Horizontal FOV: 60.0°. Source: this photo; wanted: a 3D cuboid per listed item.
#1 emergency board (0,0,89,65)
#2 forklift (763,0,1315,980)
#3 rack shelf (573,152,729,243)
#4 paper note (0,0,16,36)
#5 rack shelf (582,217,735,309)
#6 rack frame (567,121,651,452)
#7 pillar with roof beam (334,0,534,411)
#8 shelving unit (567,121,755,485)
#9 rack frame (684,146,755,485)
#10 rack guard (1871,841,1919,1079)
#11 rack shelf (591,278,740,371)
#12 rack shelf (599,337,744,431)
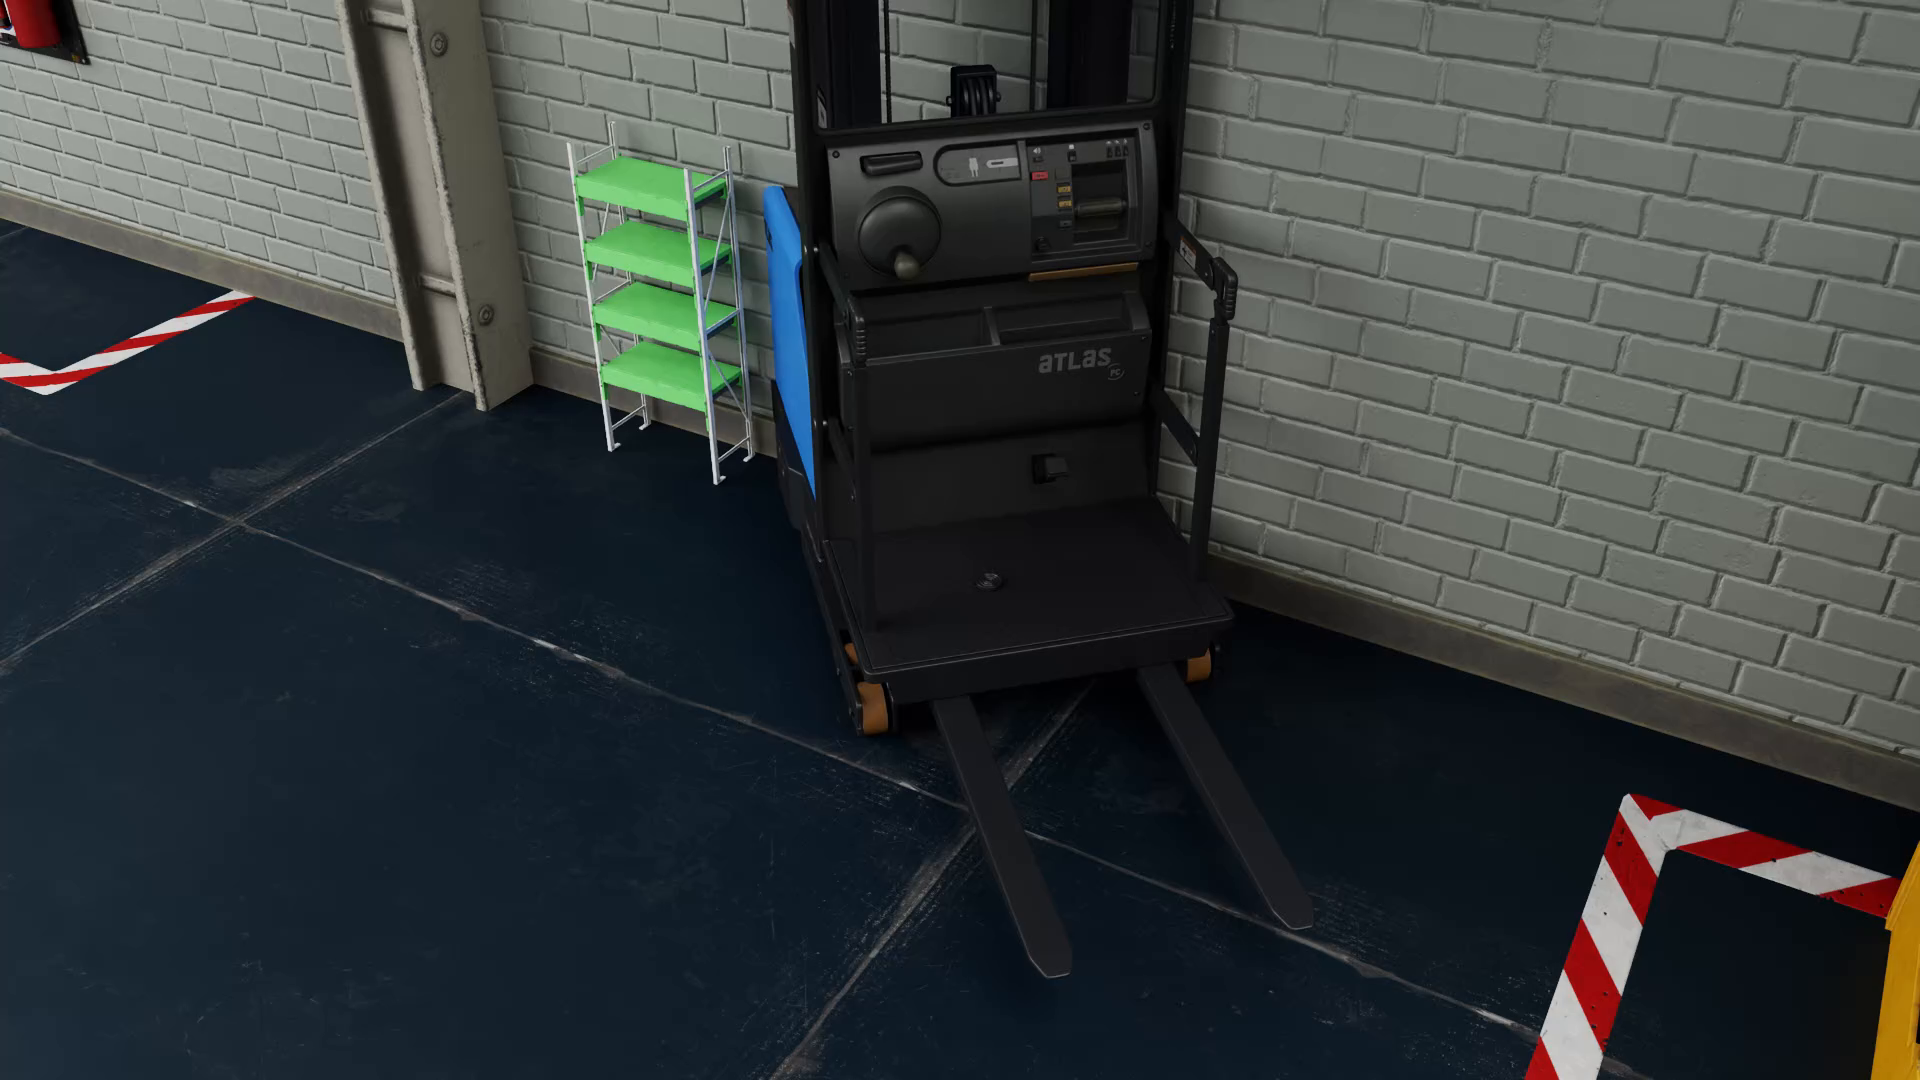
[{"bbox_3d":[-4.075,-2.577,6.914,0.643,1.169,0.194,18,37,24],"label":"emergency board"},{"bbox_3d":[0.154,-0.882,4.430,1.130,2.935,3.031,-8,34,-12],"label":"forklift"},{"bbox_3d":[-1.044,-1.172,5.677,0.480,0.148,0.258,17,37,24],"label":"rack shelf"},{"bbox_3d":[-4.194,-2.292,7.281,0.142,0.148,0.016,18,37,24],"label":"paper note"},{"bbox_3d":[-1.044,-0.973,5.810,0.480,0.148,0.258,17,37,24],"label":"rack shelf"},{"bbox_3d":[-1.257,-0.892,6.007,0.015,1.200,0.240,17,37,24],"label":"rack frame"},{"bbox_3d":[-4.084,-2.304,1.092,0.400,9.000,9.100,18,37,24],"label":"pillar with roof beam"},{"bbox_3d":[-1.044,-0.826,5.908,0.503,1.200,0.258,17,37,24],"label":"shelving unit"},{"bbox_3d":[-0.831,-0.760,5.809,0.015,1.200,0.240,17,37,24],"label":"rack frame"},{"bbox_3d":[2.290,1.056,3.713,0.348,0.500,1.175,18,37,24],"label":"rack guard"},{"bbox_3d":[-1.044,-0.773,5.943,0.480,0.148,0.258,17,37,24],"label":"rack shelf"},{"bbox_3d":[-1.044,-0.573,6.076,0.480,0.148,0.258,17,37,24],"label":"rack shelf"}]
